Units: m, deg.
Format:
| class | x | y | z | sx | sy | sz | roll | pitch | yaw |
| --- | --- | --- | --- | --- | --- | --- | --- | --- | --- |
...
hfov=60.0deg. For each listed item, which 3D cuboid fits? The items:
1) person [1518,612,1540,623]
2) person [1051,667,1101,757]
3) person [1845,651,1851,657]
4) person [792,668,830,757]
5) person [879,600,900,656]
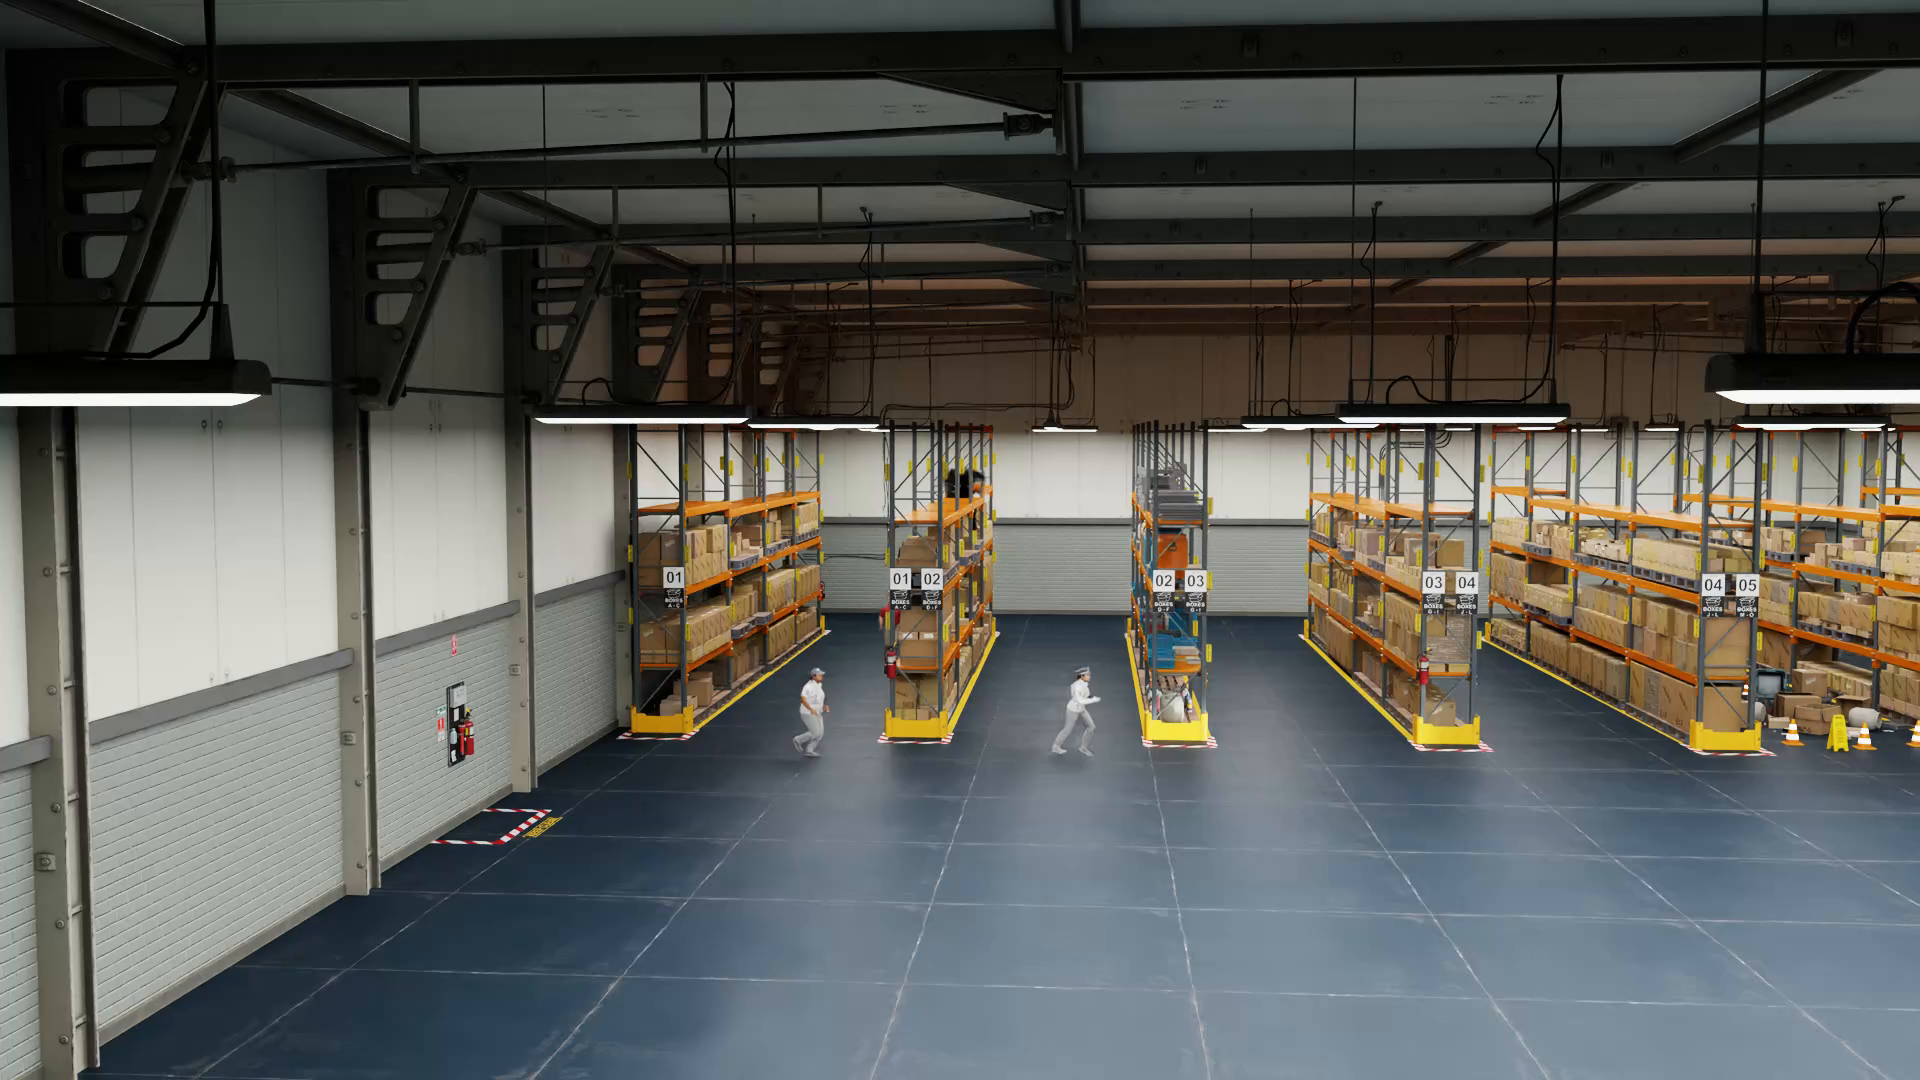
| class | x | y | z | sx | sy | sz | roll | pitch | yaw |
| --- | --- | --- | --- | --- | --- | --- | --- | --- | --- |
| person | 16.615 | 1.843 | 48.613 | 0.877 | 1.654 | 0.605 | -2 | 4 | -30 |
| person | 2.056 | 3.037 | 29.413 | 0.921 | 1.634 | 0.536 | 2 | 4 | 27 |
| person | 22.370 | 2.209 | 42.374 | 0.575 | 1.644 | 0.904 | -1 | 4 | -12 |
| person | -2.666 | 3.063 | 29.555 | 0.596 | 1.591 | 0.606 | 1 | 4 | 21 |
| person | -1.711 | 2.250 | 41.779 | 0.659 | 1.673 | 0.636 | 0 | 4 | 2 |
